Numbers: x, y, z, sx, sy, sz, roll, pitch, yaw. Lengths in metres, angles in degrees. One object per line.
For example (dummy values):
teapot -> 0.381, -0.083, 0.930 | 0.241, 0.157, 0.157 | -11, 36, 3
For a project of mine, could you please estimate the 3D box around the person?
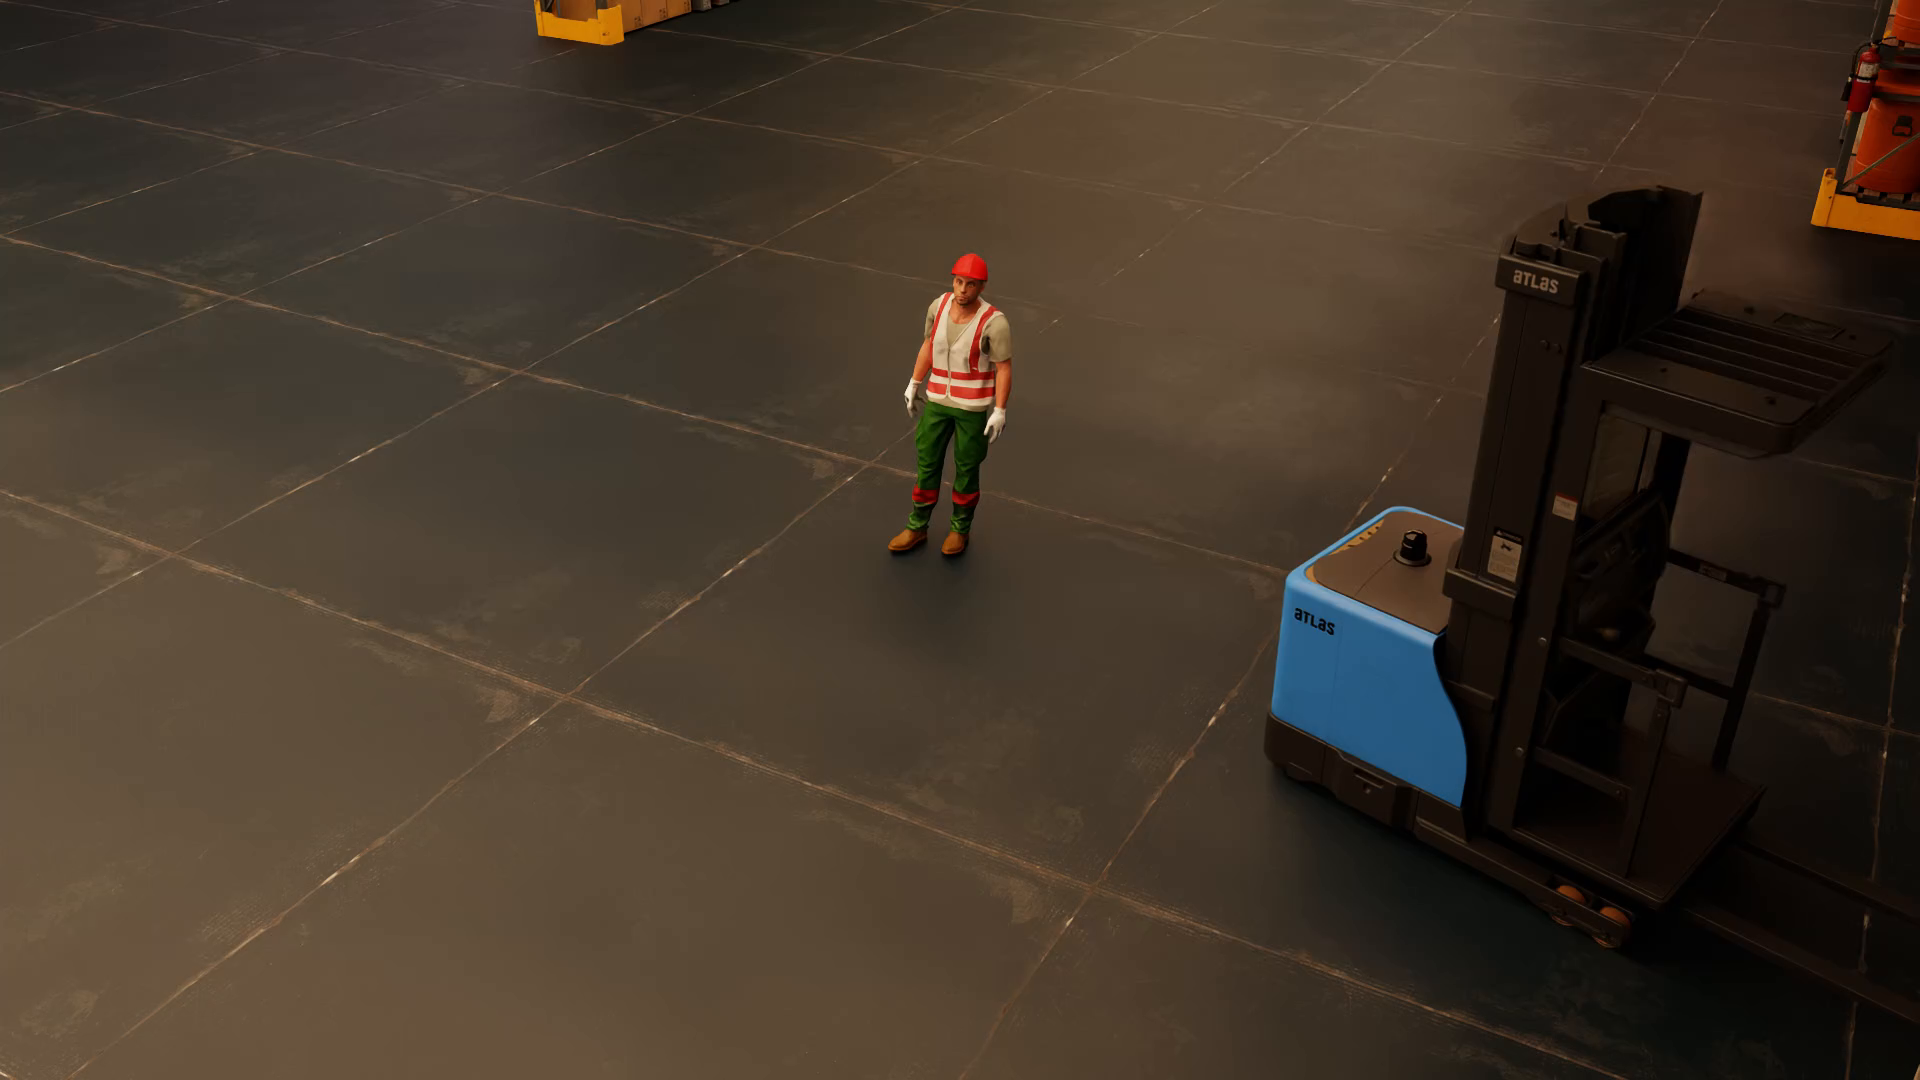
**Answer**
person -> -0.050, -0.749, 9.496 | 0.637, 1.790, 0.562 | 15, 33, 25

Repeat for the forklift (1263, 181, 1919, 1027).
forklift -> 2.886, 0.155, 6.801 | 3.031, 2.935, 1.130 | 26, 39, 37
